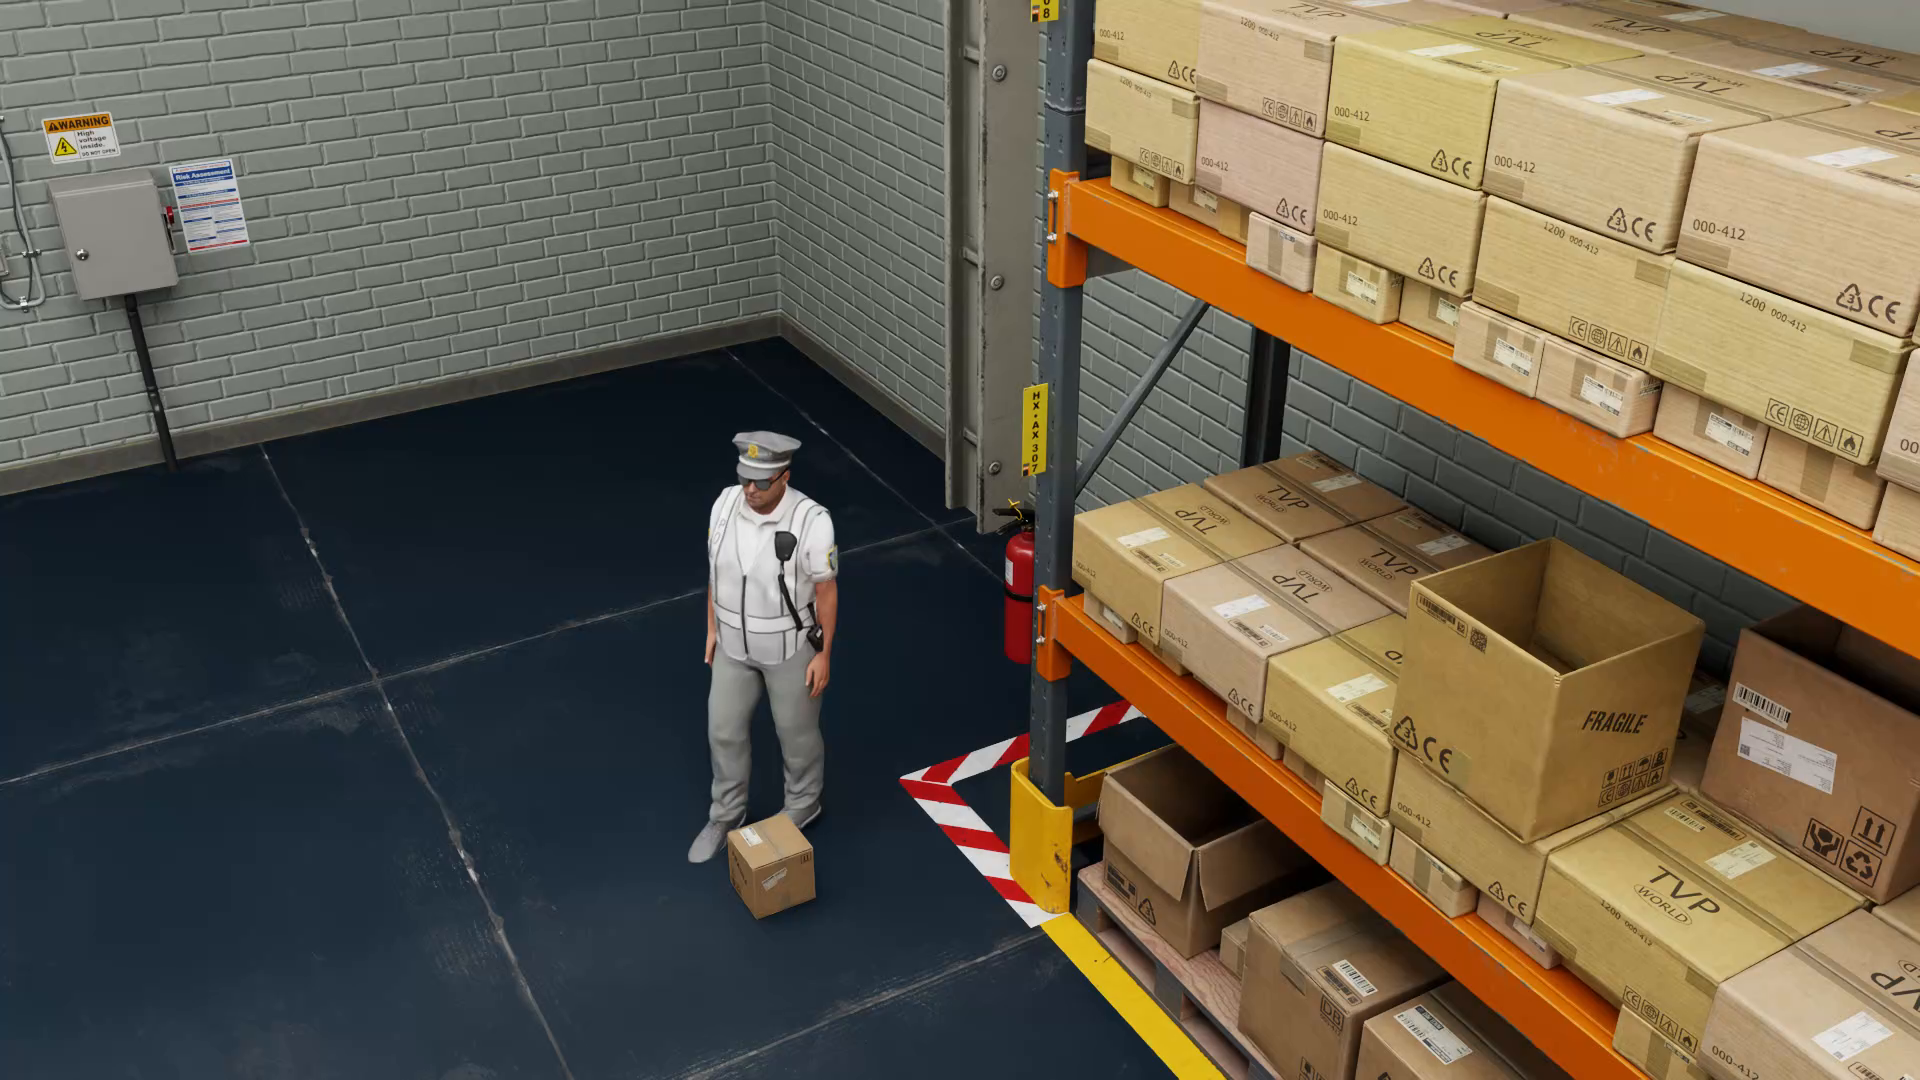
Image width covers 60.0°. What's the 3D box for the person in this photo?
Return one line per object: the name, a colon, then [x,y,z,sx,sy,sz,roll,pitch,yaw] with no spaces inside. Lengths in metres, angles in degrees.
person: [-0.764,0.443,6.343,0.555,1.807,0.546,10,30,17]
